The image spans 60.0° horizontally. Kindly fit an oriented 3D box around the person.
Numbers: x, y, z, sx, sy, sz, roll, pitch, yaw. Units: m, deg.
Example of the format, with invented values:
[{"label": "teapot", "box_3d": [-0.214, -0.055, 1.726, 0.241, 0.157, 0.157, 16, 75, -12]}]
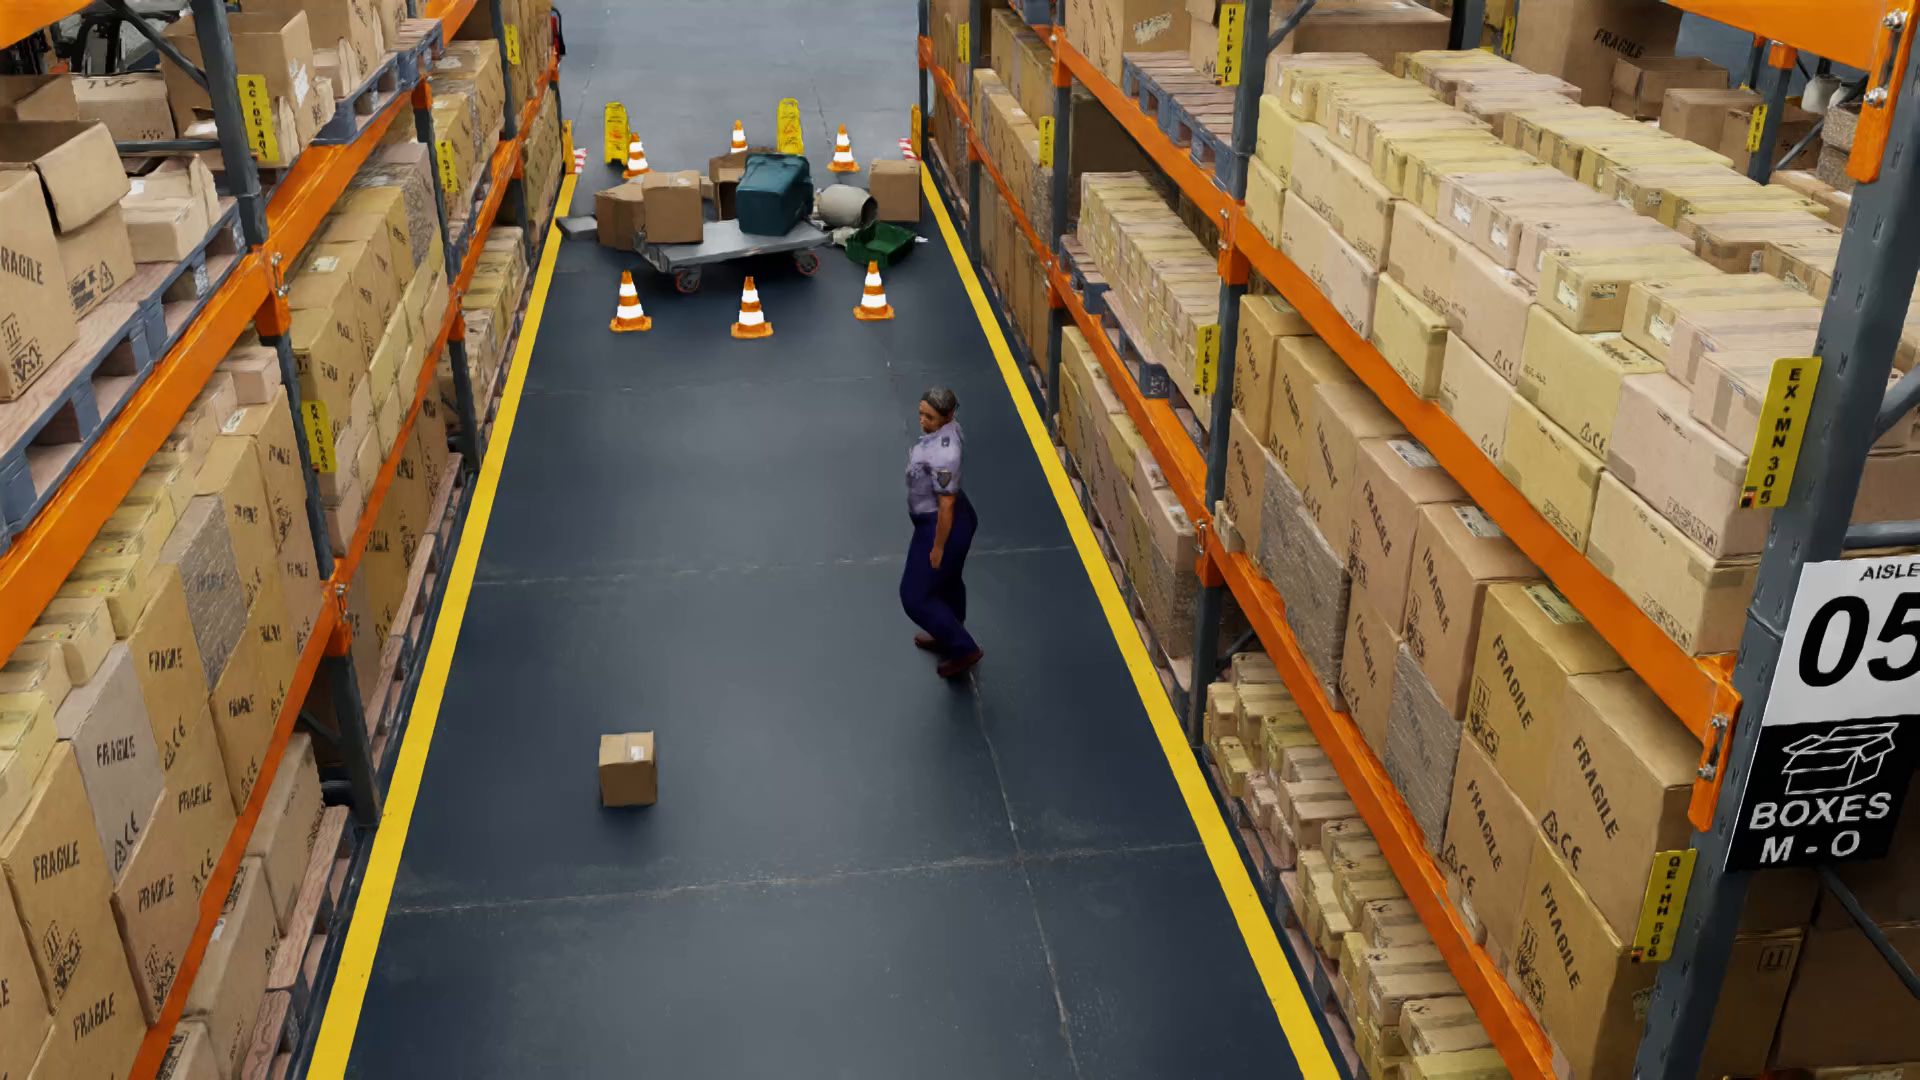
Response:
[{"label": "person", "box_3d": [-0.070, -0.055, 8.715, 0.433, 1.649, 0.529, 4, 28, 7]}]
